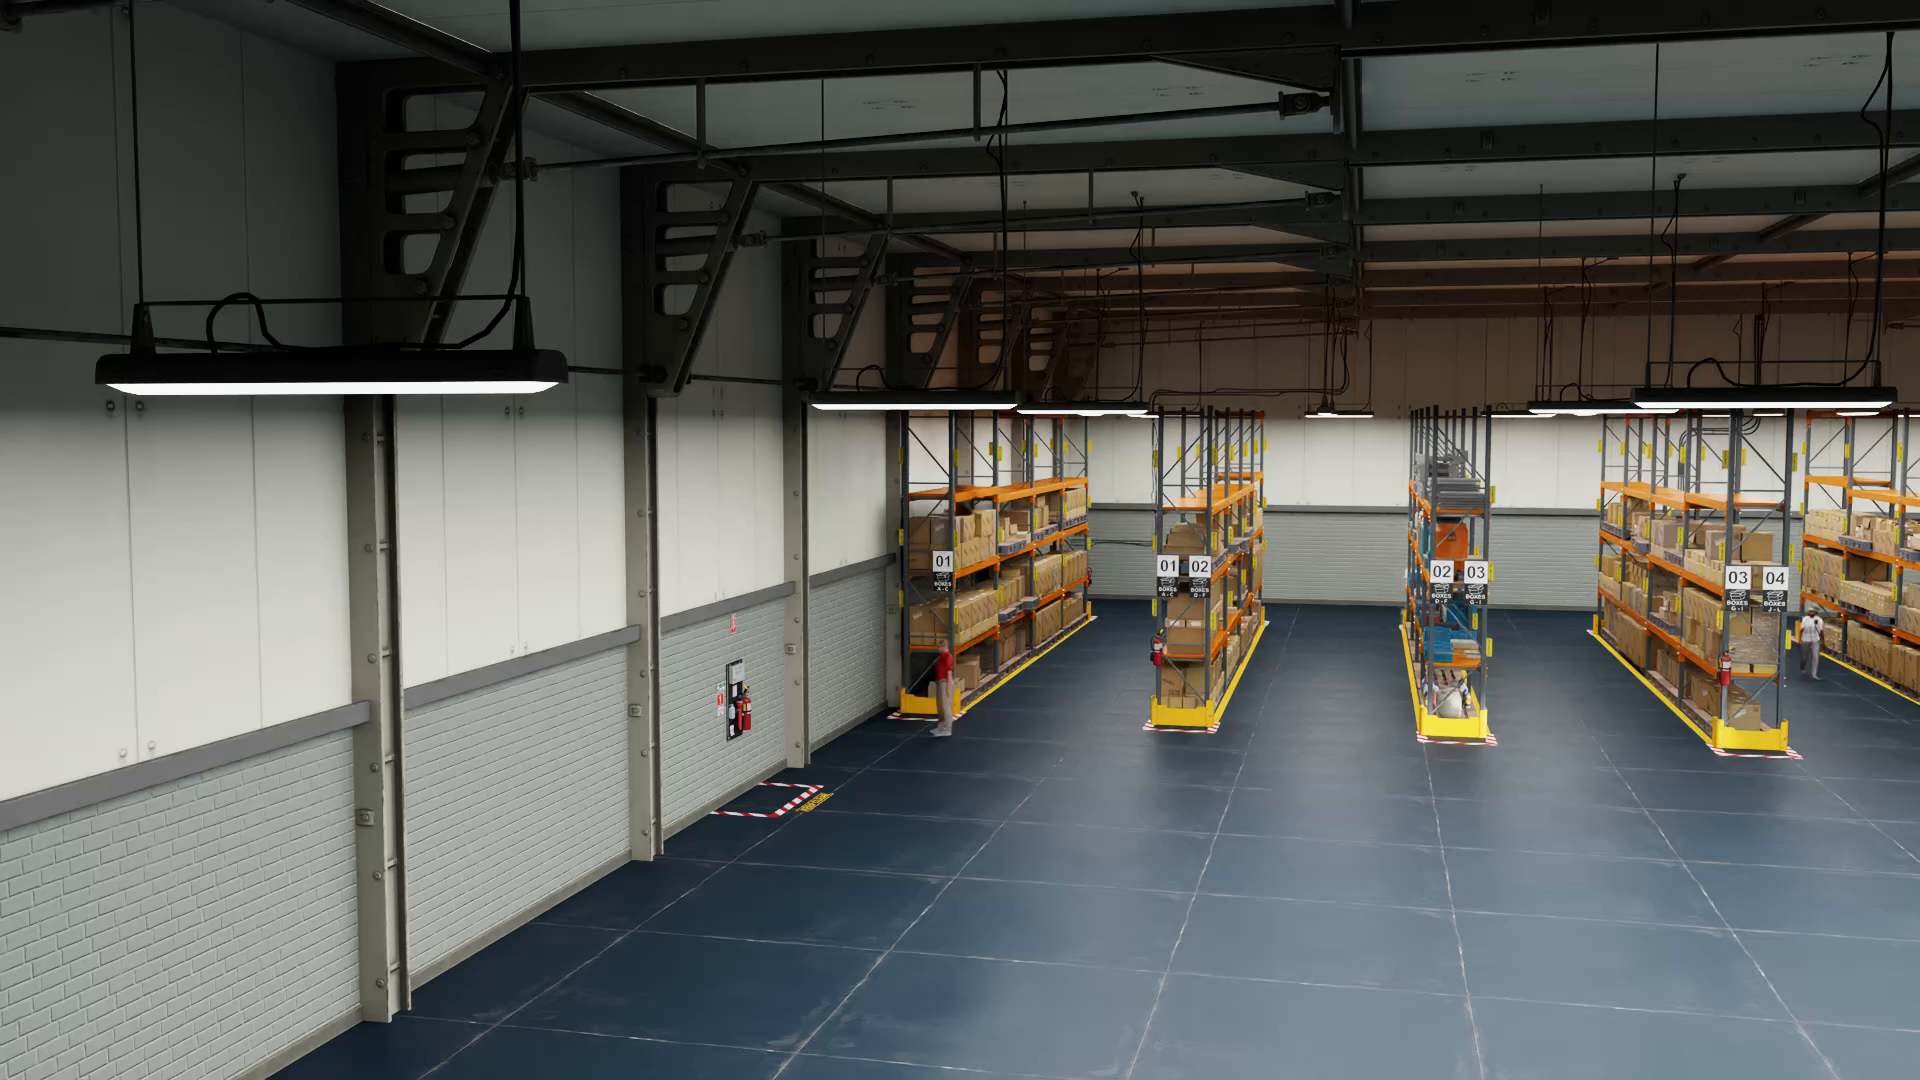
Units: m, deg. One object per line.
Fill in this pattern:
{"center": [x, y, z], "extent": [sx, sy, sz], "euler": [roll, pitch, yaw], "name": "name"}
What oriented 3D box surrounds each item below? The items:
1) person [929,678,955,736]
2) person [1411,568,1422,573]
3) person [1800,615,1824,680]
{"center": [-0.319, 3.011, 30.277], "extent": [0.431, 1.075, 0.501], "euler": [-1, 4, -15], "name": "person"}
{"center": [13.325, 1.118, 48.289], "extent": [0.600, 0.639, 0.393], "euler": [-1, 4, -19], "name": "person"}
{"center": [18.939, 2.366, 36.980], "extent": [0.446, 1.410, 0.928], "euler": [1, 4, 19], "name": "person"}
